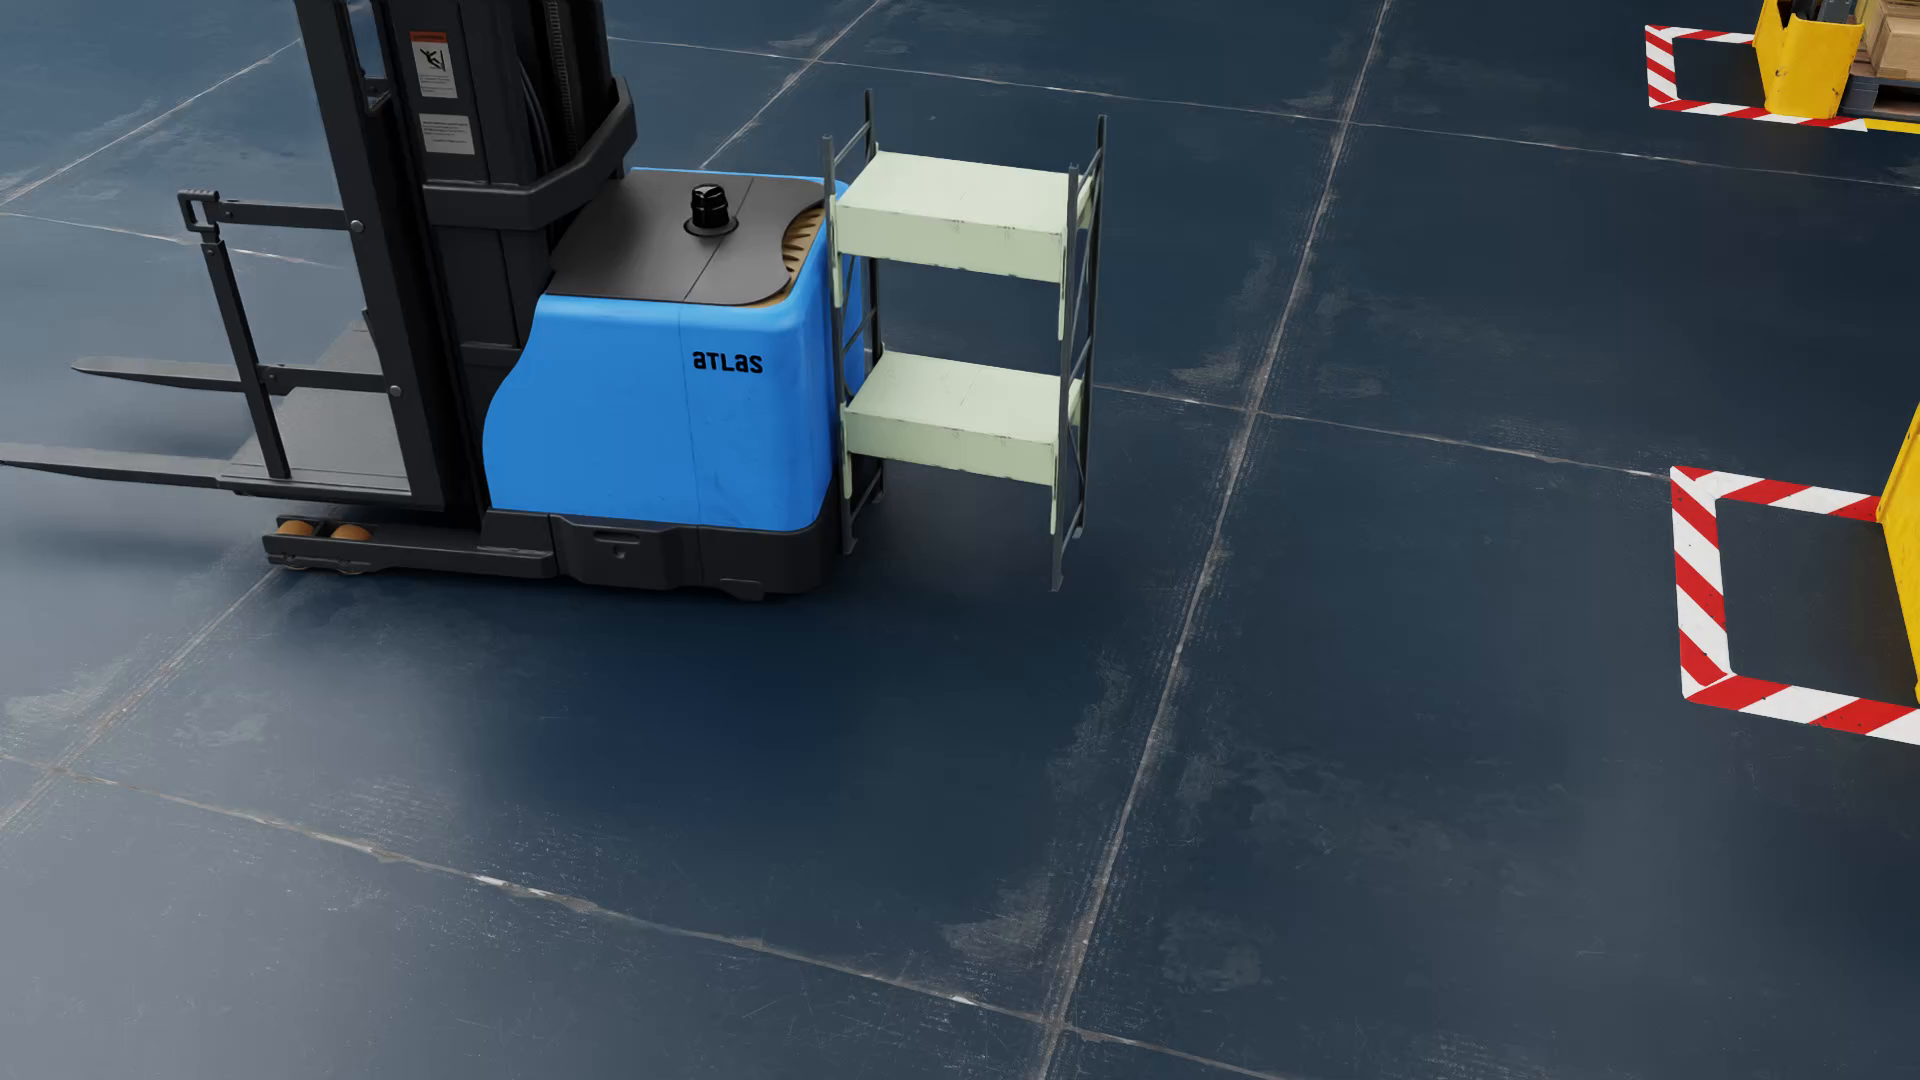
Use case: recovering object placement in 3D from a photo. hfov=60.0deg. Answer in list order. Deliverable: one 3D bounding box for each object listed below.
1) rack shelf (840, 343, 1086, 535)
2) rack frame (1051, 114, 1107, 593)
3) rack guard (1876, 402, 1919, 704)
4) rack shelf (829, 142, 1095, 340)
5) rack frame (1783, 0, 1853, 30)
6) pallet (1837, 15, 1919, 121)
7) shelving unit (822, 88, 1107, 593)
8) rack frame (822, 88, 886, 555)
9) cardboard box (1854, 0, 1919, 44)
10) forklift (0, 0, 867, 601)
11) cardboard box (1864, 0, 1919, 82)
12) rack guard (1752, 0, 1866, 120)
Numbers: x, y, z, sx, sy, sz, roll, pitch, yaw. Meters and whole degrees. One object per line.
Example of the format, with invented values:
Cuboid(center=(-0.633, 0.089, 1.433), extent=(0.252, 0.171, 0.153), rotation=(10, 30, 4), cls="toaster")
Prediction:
Cuboid(center=(0.019, -0.343, 5.500), extent=(0.720, 0.370, 0.431), rotation=(10, 38, 13), cls="rack shelf")
Cuboid(center=(0.370, -0.544, 5.224), extent=(0.023, 1.500, 0.400), rotation=(10, 38, 13), cls="rack frame")
Cuboid(center=(3.248, 0.028, 5.291), extent=(0.348, 0.500, 1.175), rotation=(10, 38, 14), cls="rack guard")
Cuboid(center=(0.019, -0.920, 5.076), extent=(0.720, 0.370, 0.431), rotation=(10, 38, 13), cls="rack shelf")
Cuboid(center=(4.642, -3.768, 8.339), extent=(0.127, 3.000, 1.000), rotation=(10, 38, 14), cls="rack frame")
Cuboid(center=(5.384, -2.533, 9.014), extent=(1.213, 0.211, 1.003), rotation=(10, 38, 14), cls="pallet")
Cuboid(center=(0.019, -0.605, 5.307), extent=(0.755, 1.500, 0.431), rotation=(10, 38, 13), cls="shelving unit")
Cuboid(center=(-0.332, -0.667, 5.391), extent=(0.023, 1.500, 0.400), rotation=(10, 38, 13), cls="rack frame")
Cuboid(center=(5.242, -2.902, 9.128), extent=(0.500, 0.250, 0.500), rotation=(10, 38, 14), cls="cardboard box")
Cuboid(center=(-1.888, -1.369, 5.137), extent=(3.031, 2.935, 1.130), rotation=(5, 37, 6), cls="forklift")
Cuboid(center=(5.087, -2.609, 8.730), extent=(0.500, 0.250, 0.500), rotation=(10, 38, 14), cls="cardboard box")
Cuboid(center=(4.619, -2.765, 9.086), extent=(0.348, 0.500, 1.175), rotation=(10, 38, 14), cls="rack guard")
